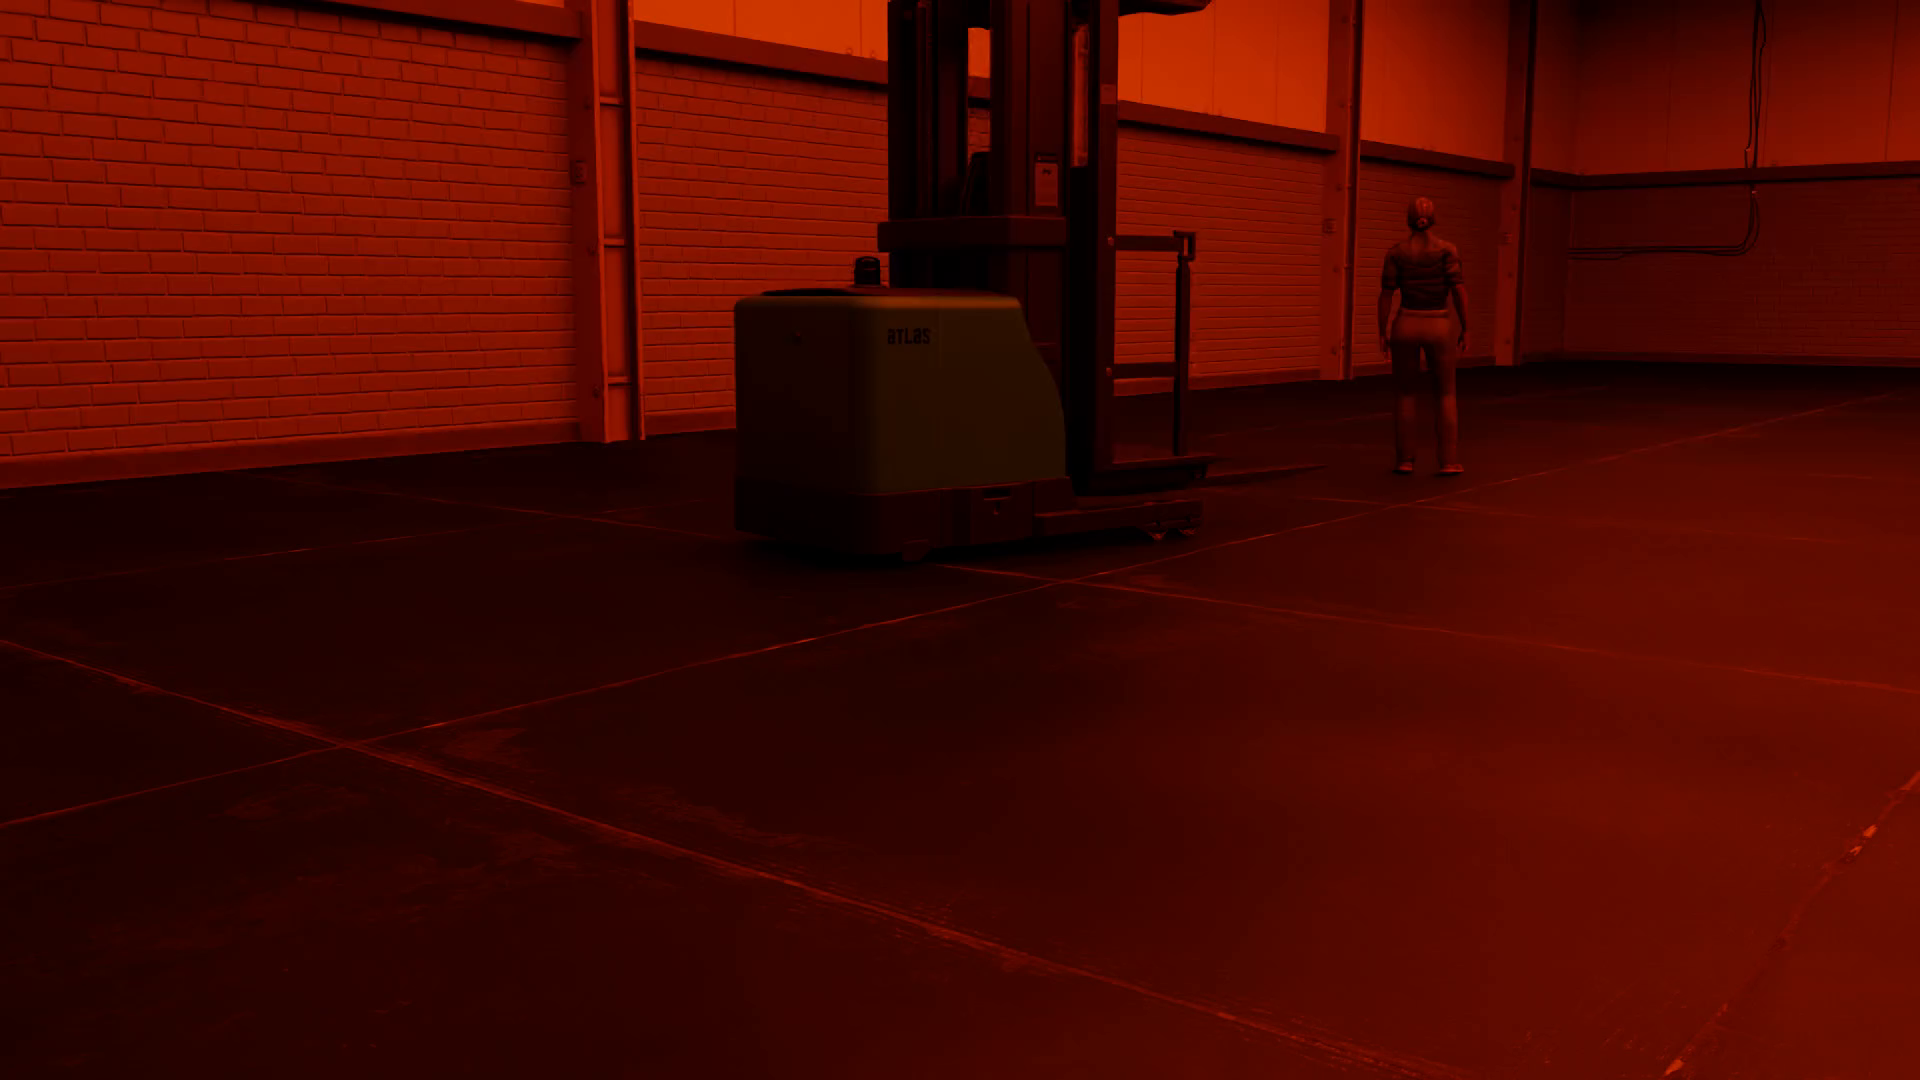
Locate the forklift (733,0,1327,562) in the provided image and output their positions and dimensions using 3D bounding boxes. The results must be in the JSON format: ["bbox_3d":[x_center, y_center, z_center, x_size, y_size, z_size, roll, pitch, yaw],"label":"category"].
[{"bbox_3d":[0.482,-1.510,7.601,3.031,2.935,1.130,-7,11,-38],"label":"forklift"}]

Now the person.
[{"bbox_3d":[2.812,-1.221,10.083,0.535,1.672,0.434,4,9,23],"label":"person"}]
